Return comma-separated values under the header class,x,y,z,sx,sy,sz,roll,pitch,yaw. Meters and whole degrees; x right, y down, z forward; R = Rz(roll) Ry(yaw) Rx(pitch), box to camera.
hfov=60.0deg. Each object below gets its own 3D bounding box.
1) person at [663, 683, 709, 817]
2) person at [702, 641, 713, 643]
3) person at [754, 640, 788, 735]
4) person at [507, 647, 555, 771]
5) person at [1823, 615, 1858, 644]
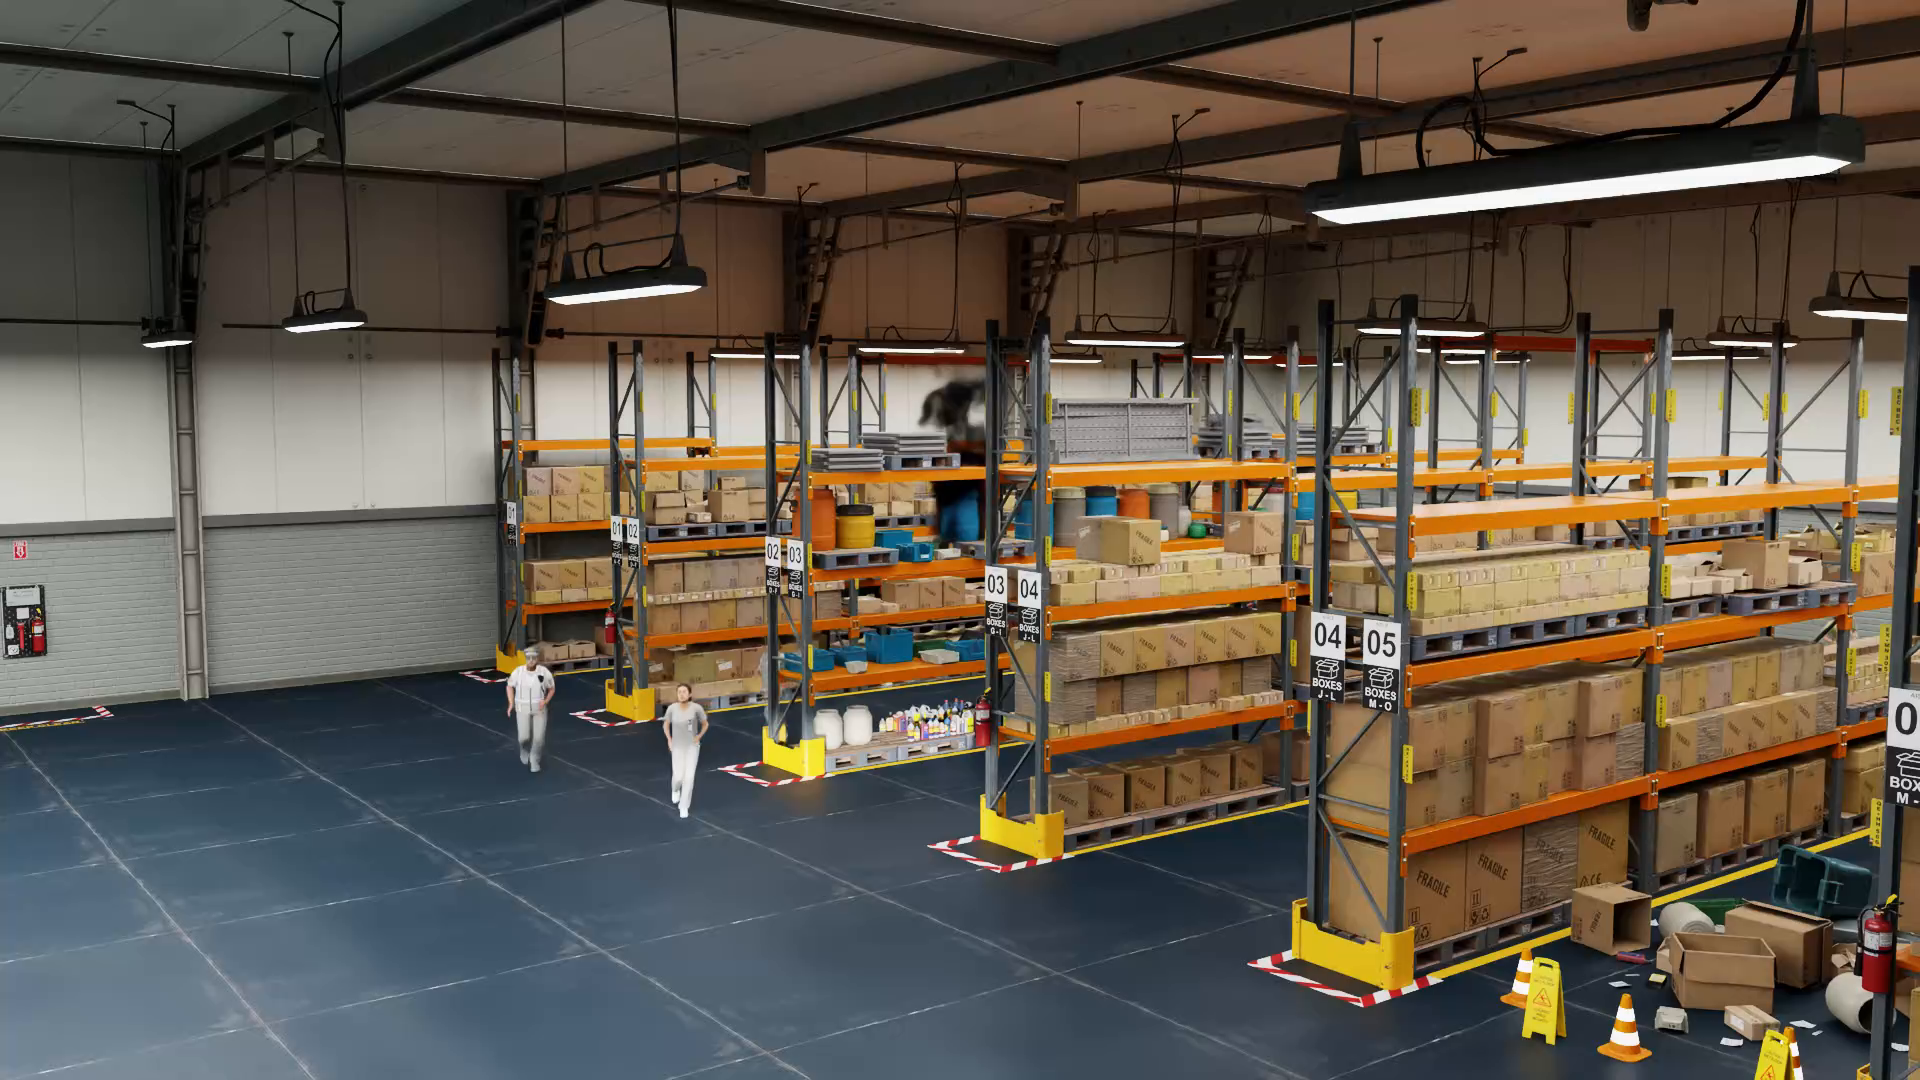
class,x,y,z,sx,sy,sz,roll,pitch,yaw
person,-3.368,2.563,20.471,0.560,1.639,0.605,0,5,-6
person,-4.484,1.728,29.830,0.680,1.714,0.582,-4,7,-42
person,-2.743,2.232,24.417,0.530,1.642,0.693,4,6,37
person,-5.848,2.315,22.683,0.651,1.721,0.605,-1,5,-14
person,14.939,1.916,28.186,0.601,1.605,0.674,0,5,-3
